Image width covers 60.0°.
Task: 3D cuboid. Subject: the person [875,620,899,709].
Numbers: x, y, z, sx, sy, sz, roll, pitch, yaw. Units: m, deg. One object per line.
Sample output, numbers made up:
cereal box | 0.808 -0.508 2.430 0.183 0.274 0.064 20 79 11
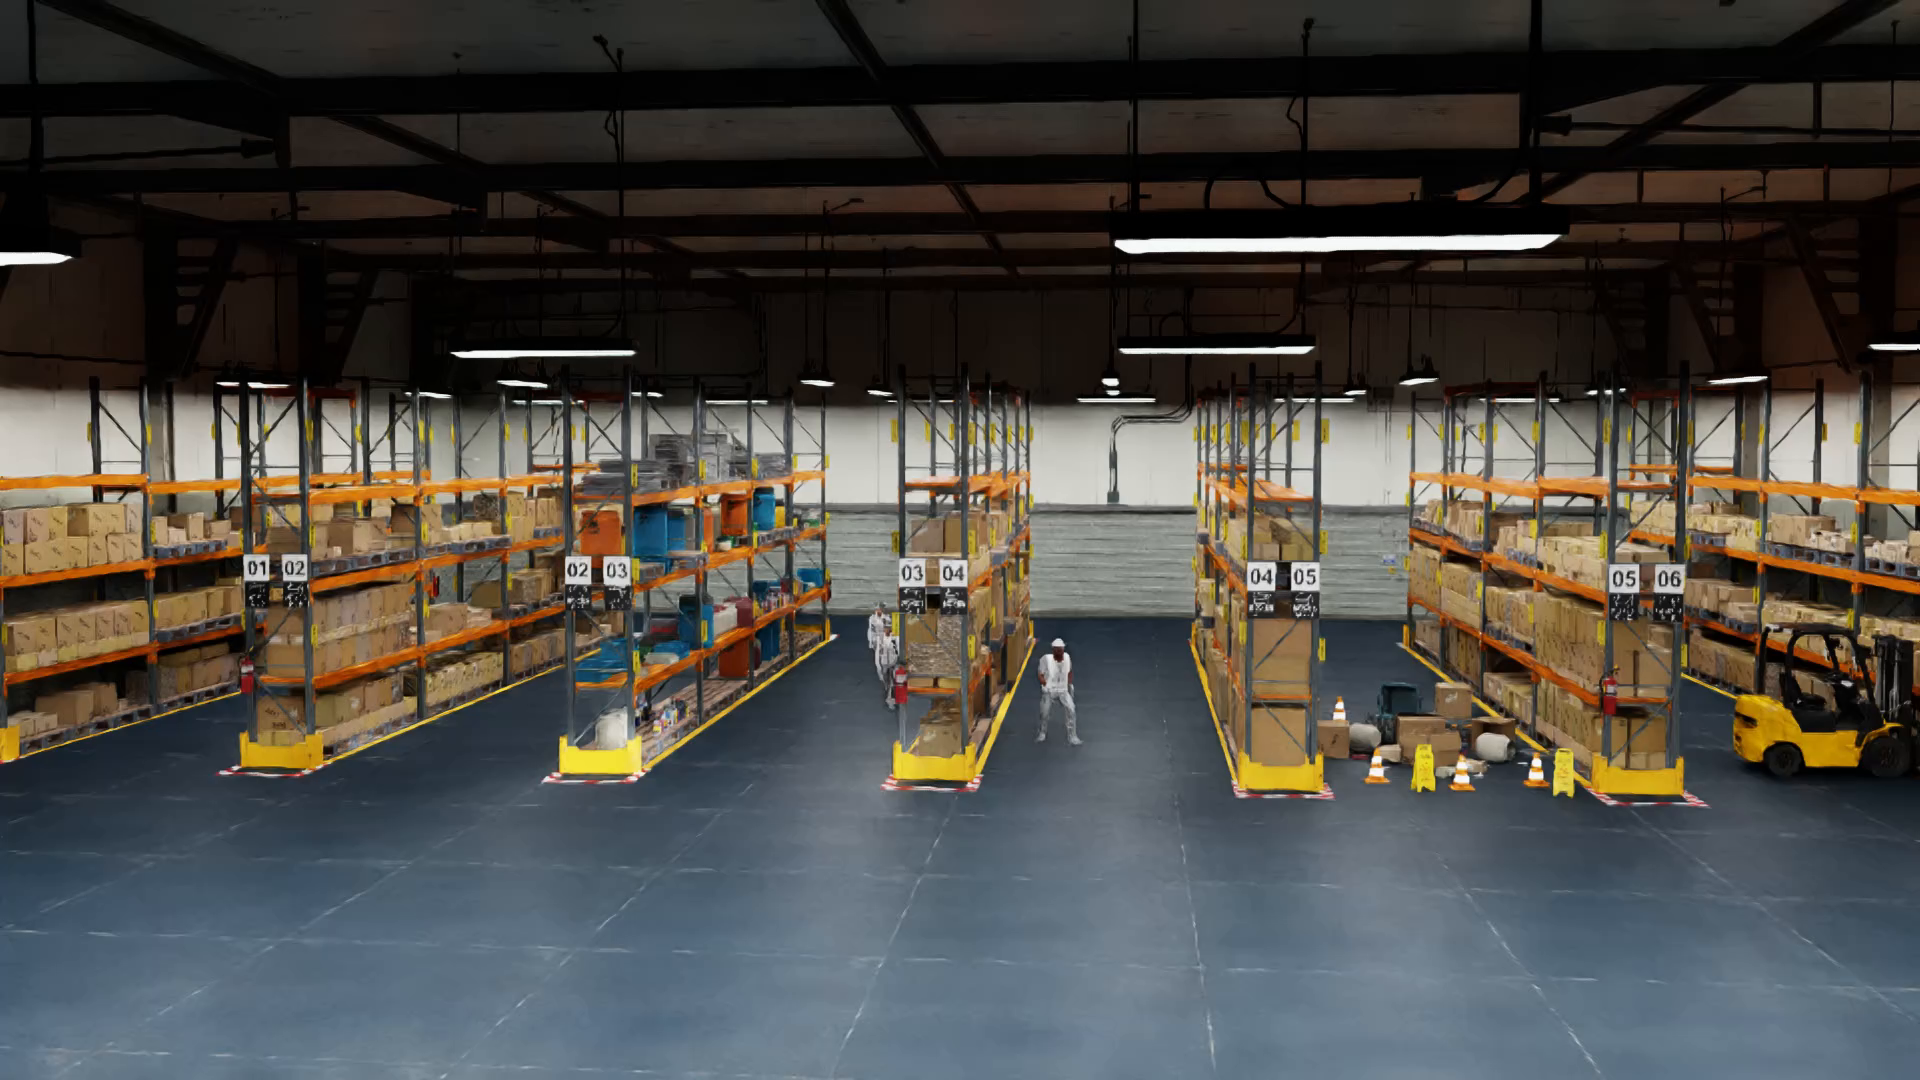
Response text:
person | -1.310 2.241 30.351 0.495 1.589 1.086 1 4 8

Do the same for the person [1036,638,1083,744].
person | 1.549 2.414 26.754 0.694 1.713 0.815 -1 4 -14

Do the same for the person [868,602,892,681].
person | -1.627 2.029 33.653 0.494 1.589 1.086 1 4 8
